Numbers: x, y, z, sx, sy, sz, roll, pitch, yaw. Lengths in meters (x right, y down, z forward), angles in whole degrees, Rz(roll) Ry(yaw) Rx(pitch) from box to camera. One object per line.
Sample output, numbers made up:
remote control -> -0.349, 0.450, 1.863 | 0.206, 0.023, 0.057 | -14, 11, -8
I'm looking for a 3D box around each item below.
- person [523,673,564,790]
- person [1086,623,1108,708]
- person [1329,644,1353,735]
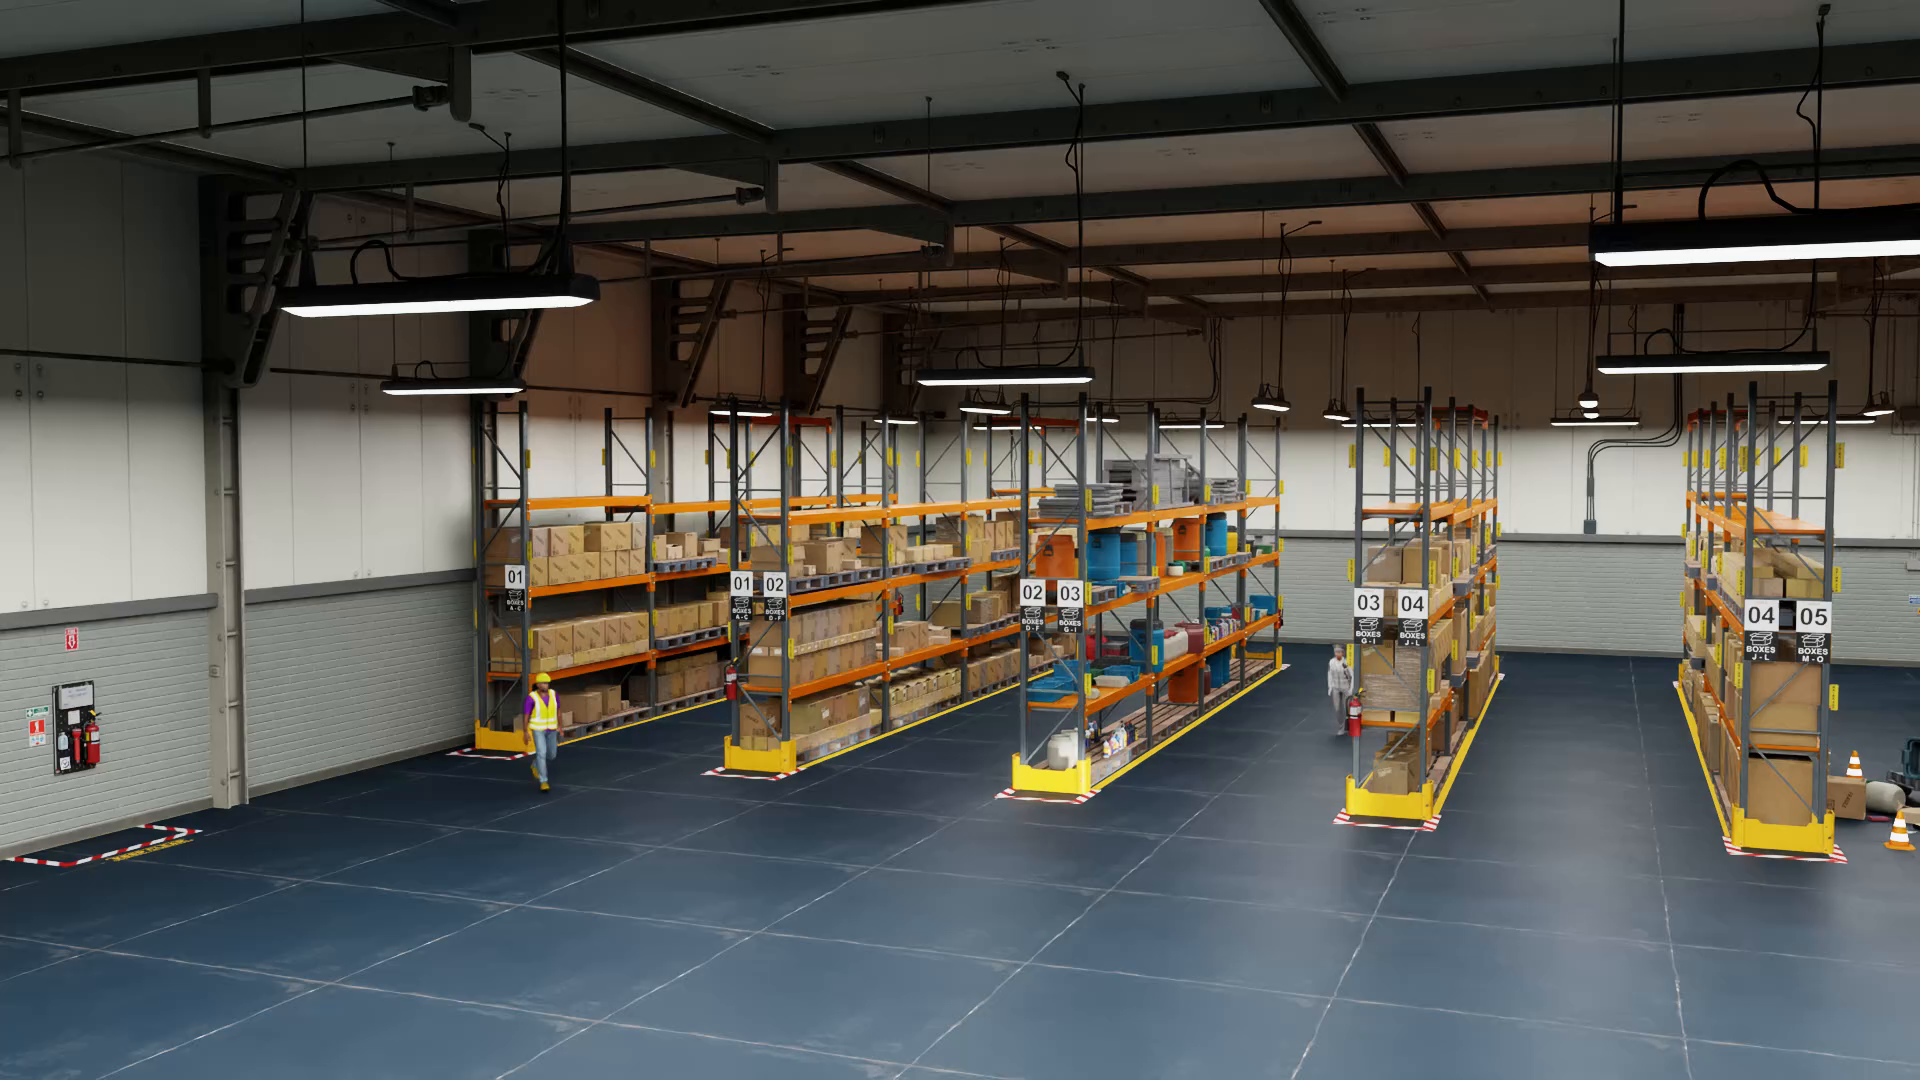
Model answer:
person -> -6.366, 2.892, 25.383 | 0.628, 1.741, 0.891 | -2, 4, -40
person -> 2.691, 2.529, 33.211 | 0.586, 1.740, 0.702 | 2, 3, 30
person -> 7.004, 2.707, 30.336 | 0.550, 1.654, 0.582 | 2, 3, 33
